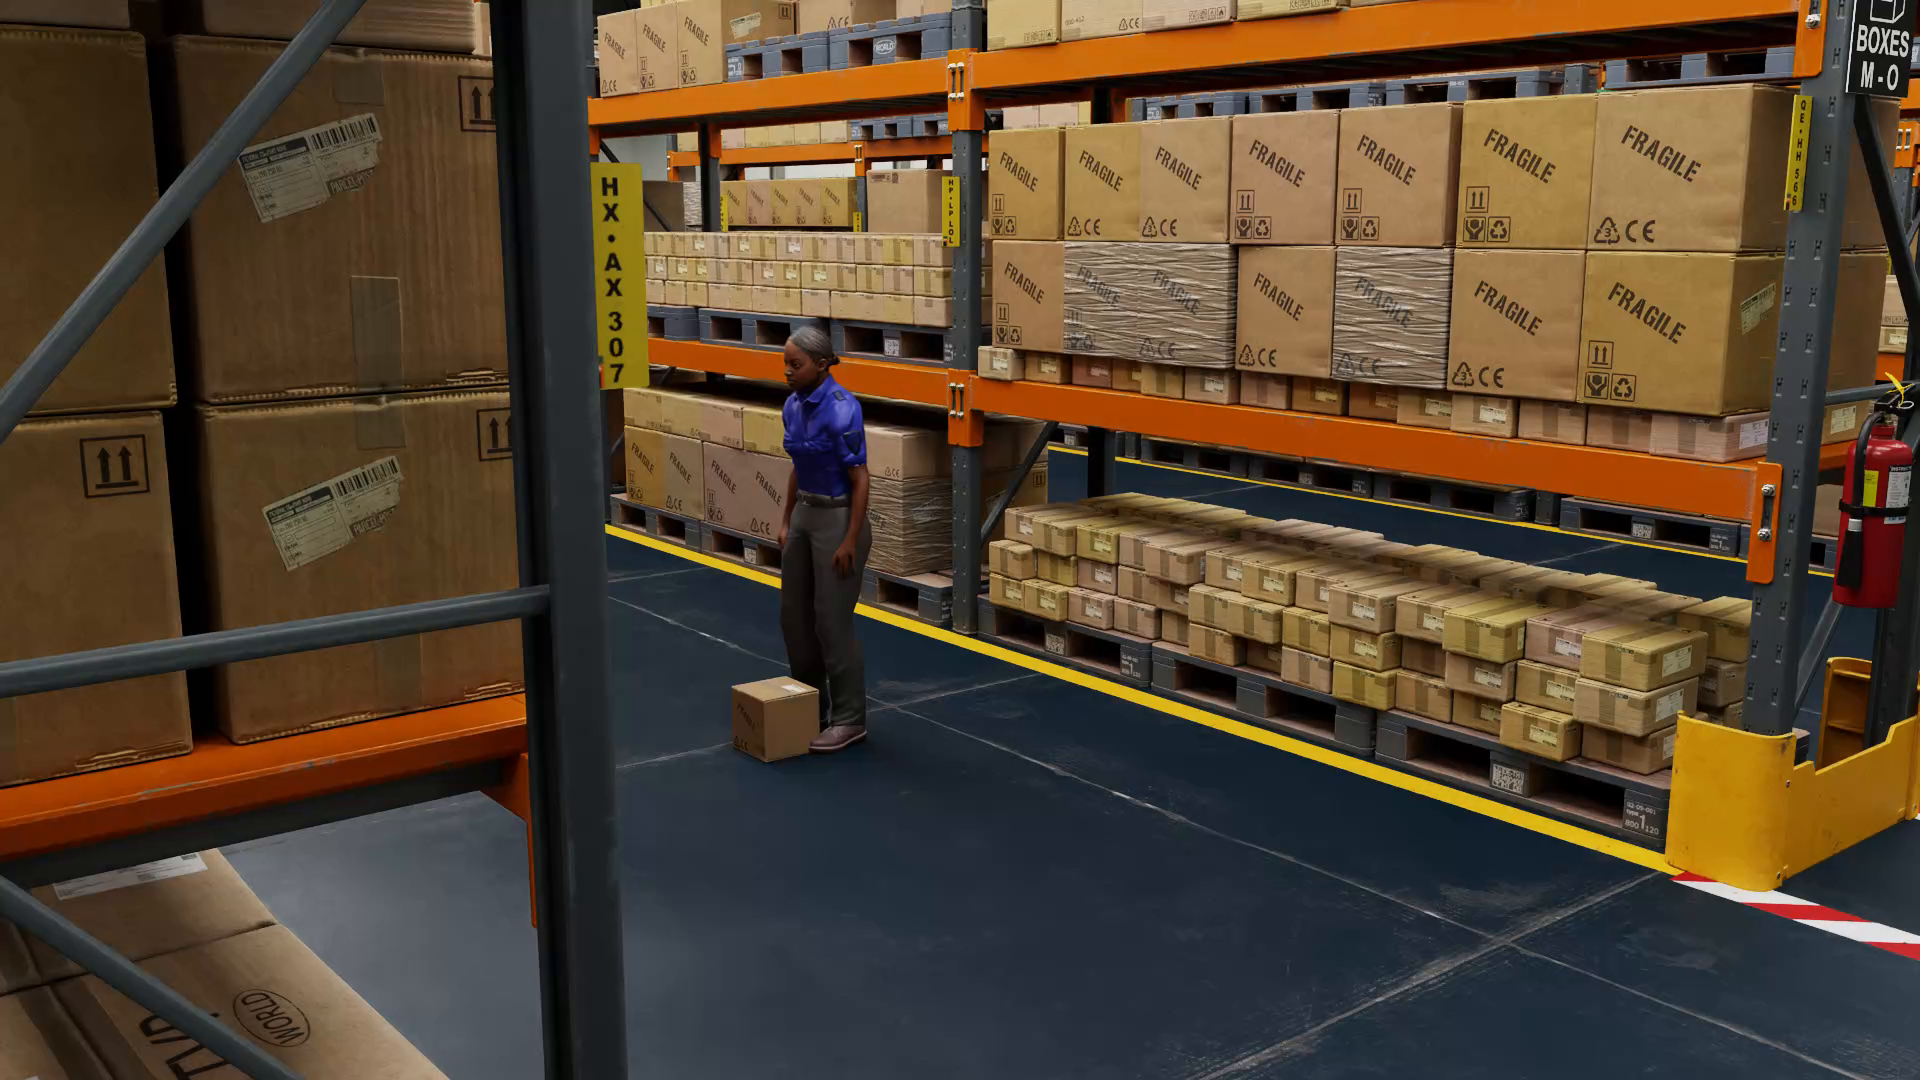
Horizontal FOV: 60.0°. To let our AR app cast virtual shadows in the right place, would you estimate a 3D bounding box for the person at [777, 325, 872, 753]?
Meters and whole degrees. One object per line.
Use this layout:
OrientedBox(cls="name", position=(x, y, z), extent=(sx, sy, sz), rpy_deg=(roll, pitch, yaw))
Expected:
OrientedBox(cls="person", position=(-0.549, -0.019, 6.546), extent=(0.347, 1.654, 0.505), rpy_deg=(-9, 14, -39))
